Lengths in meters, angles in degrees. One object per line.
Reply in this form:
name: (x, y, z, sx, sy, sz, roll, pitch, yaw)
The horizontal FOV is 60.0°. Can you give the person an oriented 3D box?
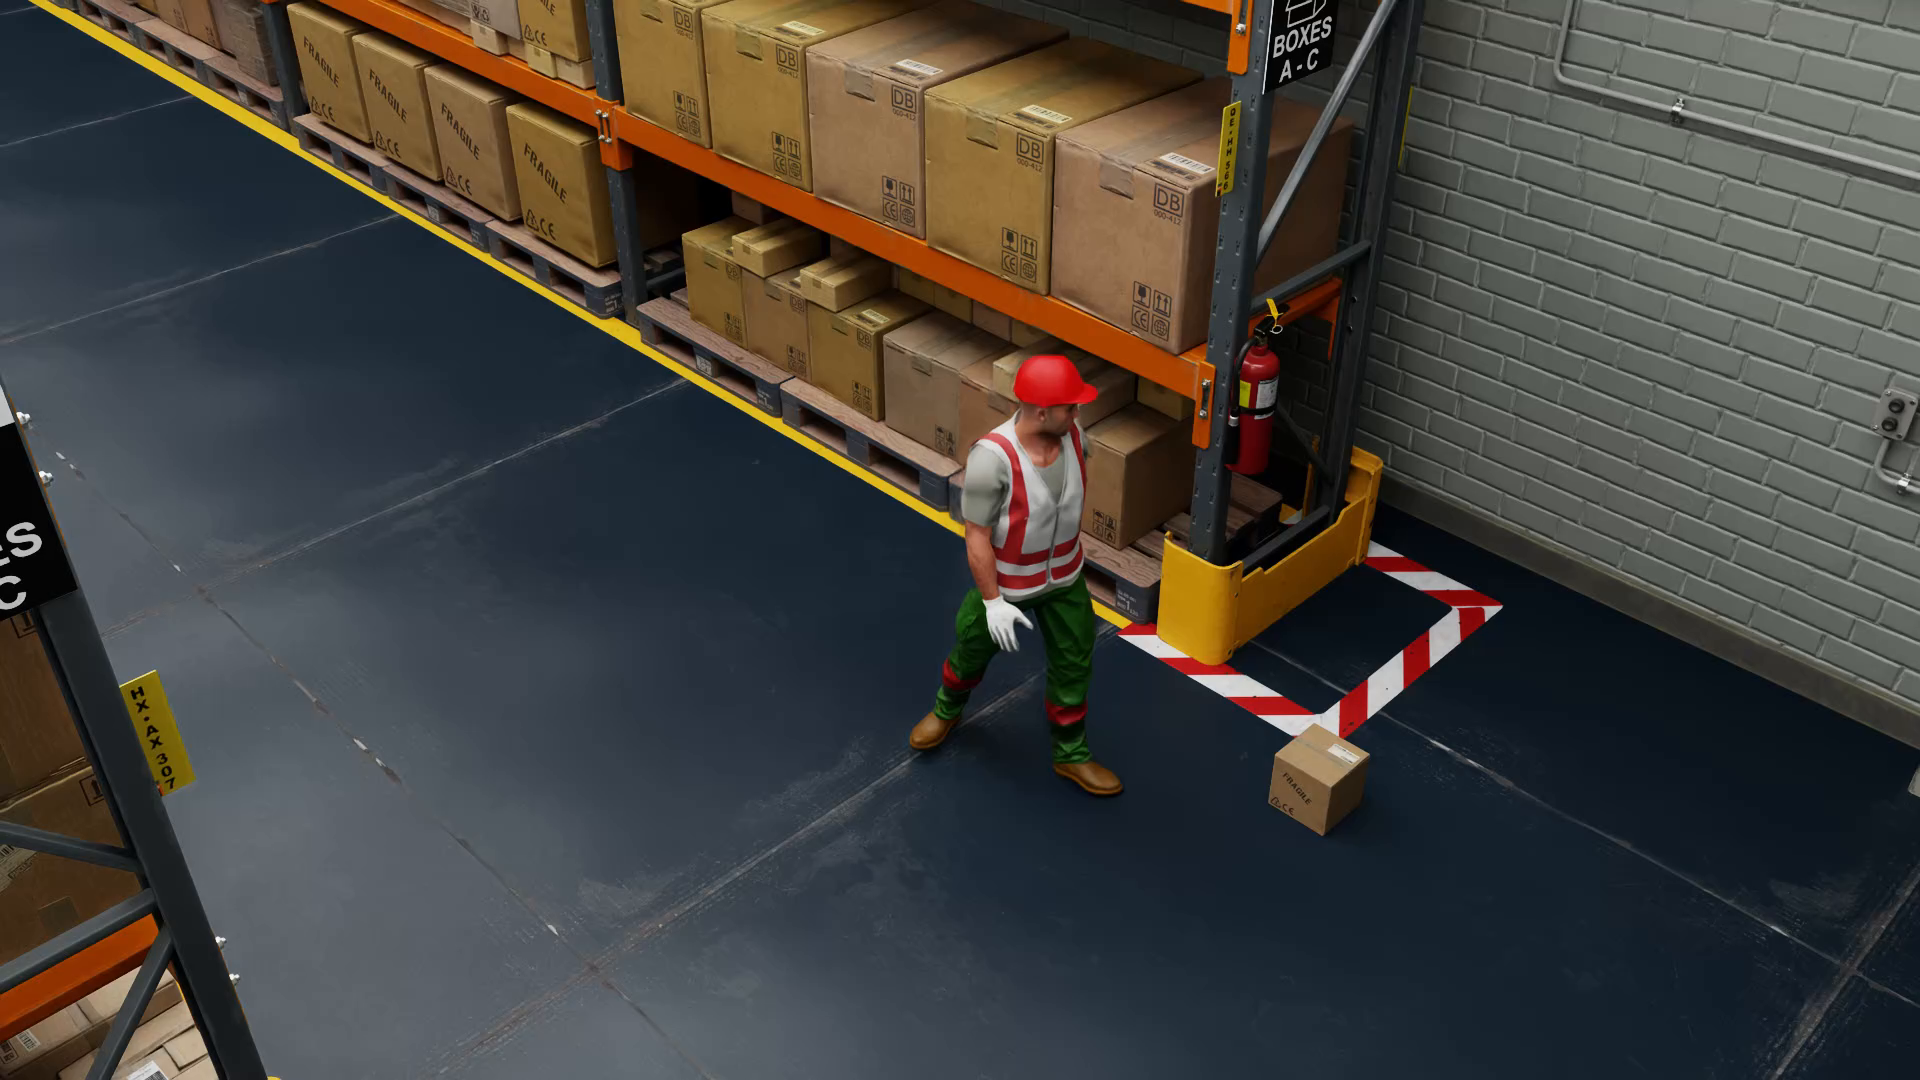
person: (0.189, 0.143, 5.927, 0.639, 1.776, 0.731, -17, 39, -23)
